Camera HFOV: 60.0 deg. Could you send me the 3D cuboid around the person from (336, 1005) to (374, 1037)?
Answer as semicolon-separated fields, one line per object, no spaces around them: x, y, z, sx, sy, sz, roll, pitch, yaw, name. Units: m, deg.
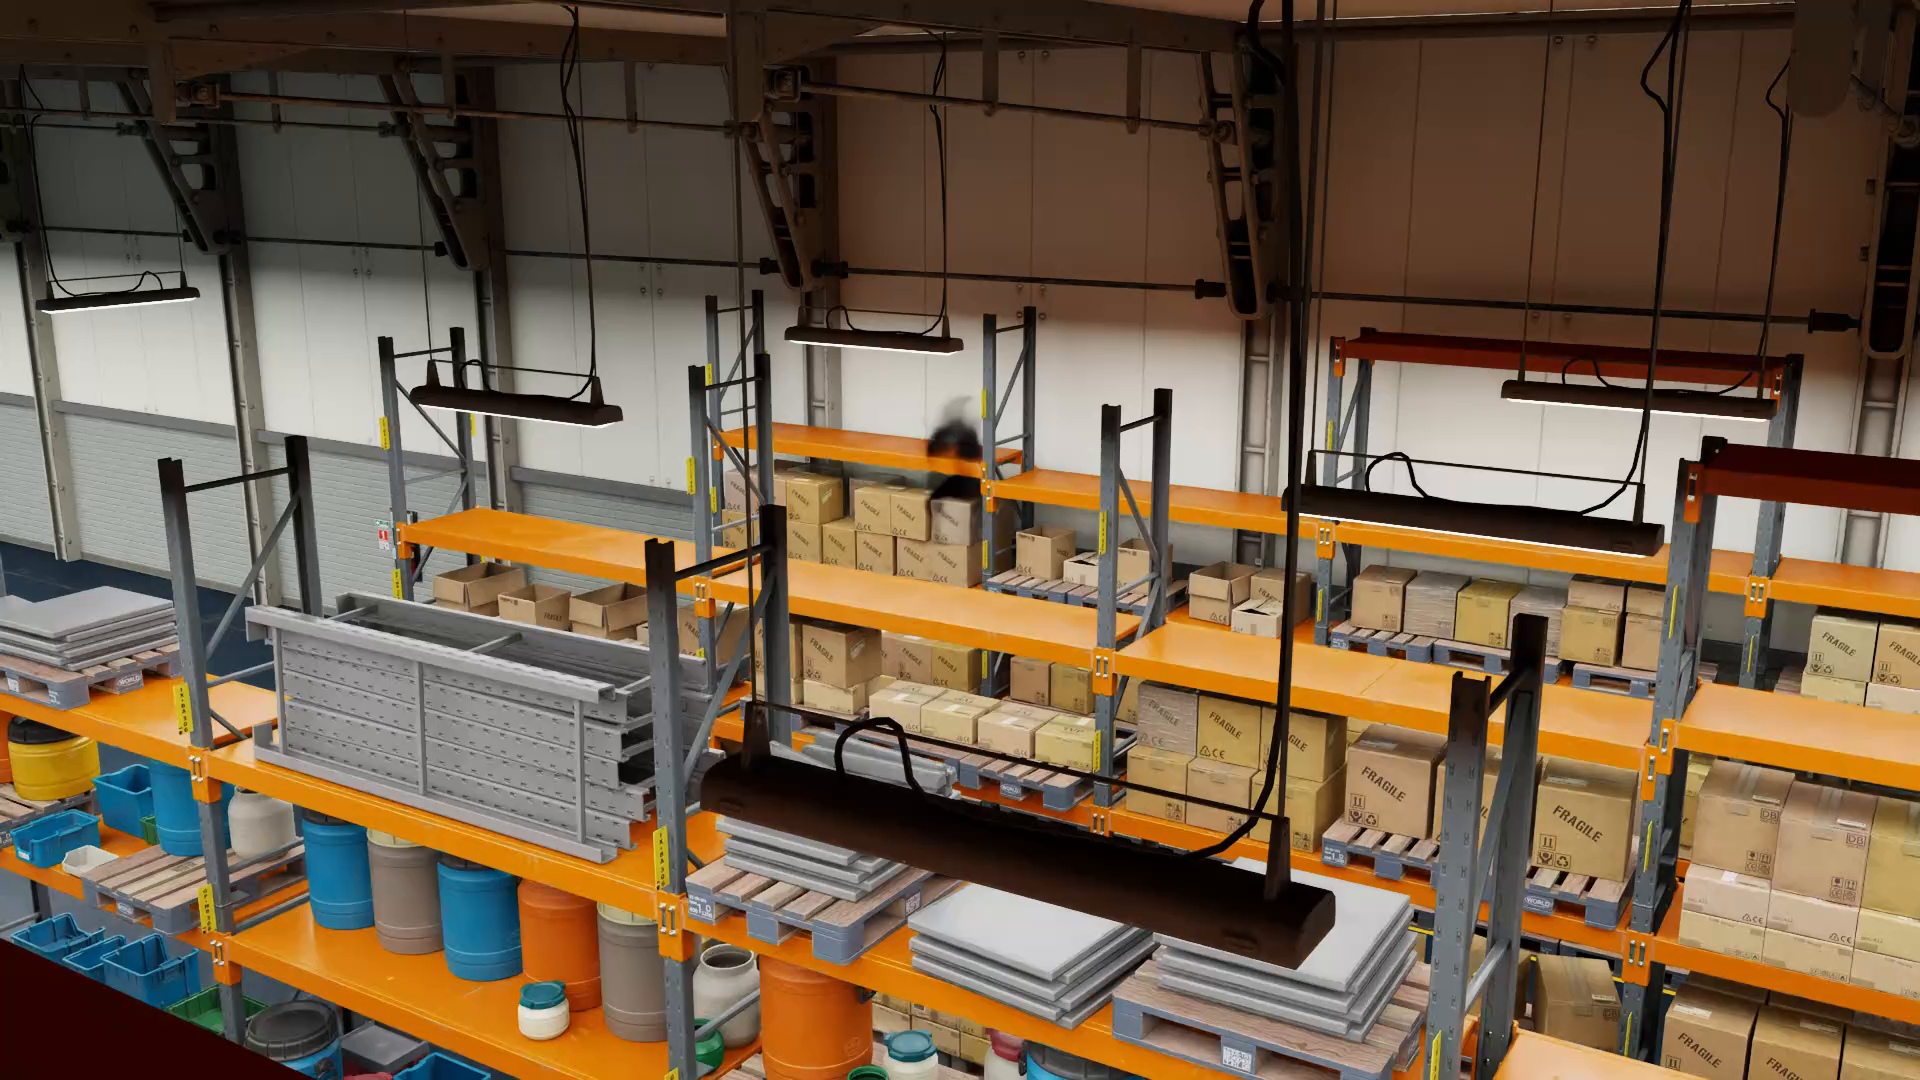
-4.964;3.877;14.014;0.613;1.727;0.736;9;17;34;person
